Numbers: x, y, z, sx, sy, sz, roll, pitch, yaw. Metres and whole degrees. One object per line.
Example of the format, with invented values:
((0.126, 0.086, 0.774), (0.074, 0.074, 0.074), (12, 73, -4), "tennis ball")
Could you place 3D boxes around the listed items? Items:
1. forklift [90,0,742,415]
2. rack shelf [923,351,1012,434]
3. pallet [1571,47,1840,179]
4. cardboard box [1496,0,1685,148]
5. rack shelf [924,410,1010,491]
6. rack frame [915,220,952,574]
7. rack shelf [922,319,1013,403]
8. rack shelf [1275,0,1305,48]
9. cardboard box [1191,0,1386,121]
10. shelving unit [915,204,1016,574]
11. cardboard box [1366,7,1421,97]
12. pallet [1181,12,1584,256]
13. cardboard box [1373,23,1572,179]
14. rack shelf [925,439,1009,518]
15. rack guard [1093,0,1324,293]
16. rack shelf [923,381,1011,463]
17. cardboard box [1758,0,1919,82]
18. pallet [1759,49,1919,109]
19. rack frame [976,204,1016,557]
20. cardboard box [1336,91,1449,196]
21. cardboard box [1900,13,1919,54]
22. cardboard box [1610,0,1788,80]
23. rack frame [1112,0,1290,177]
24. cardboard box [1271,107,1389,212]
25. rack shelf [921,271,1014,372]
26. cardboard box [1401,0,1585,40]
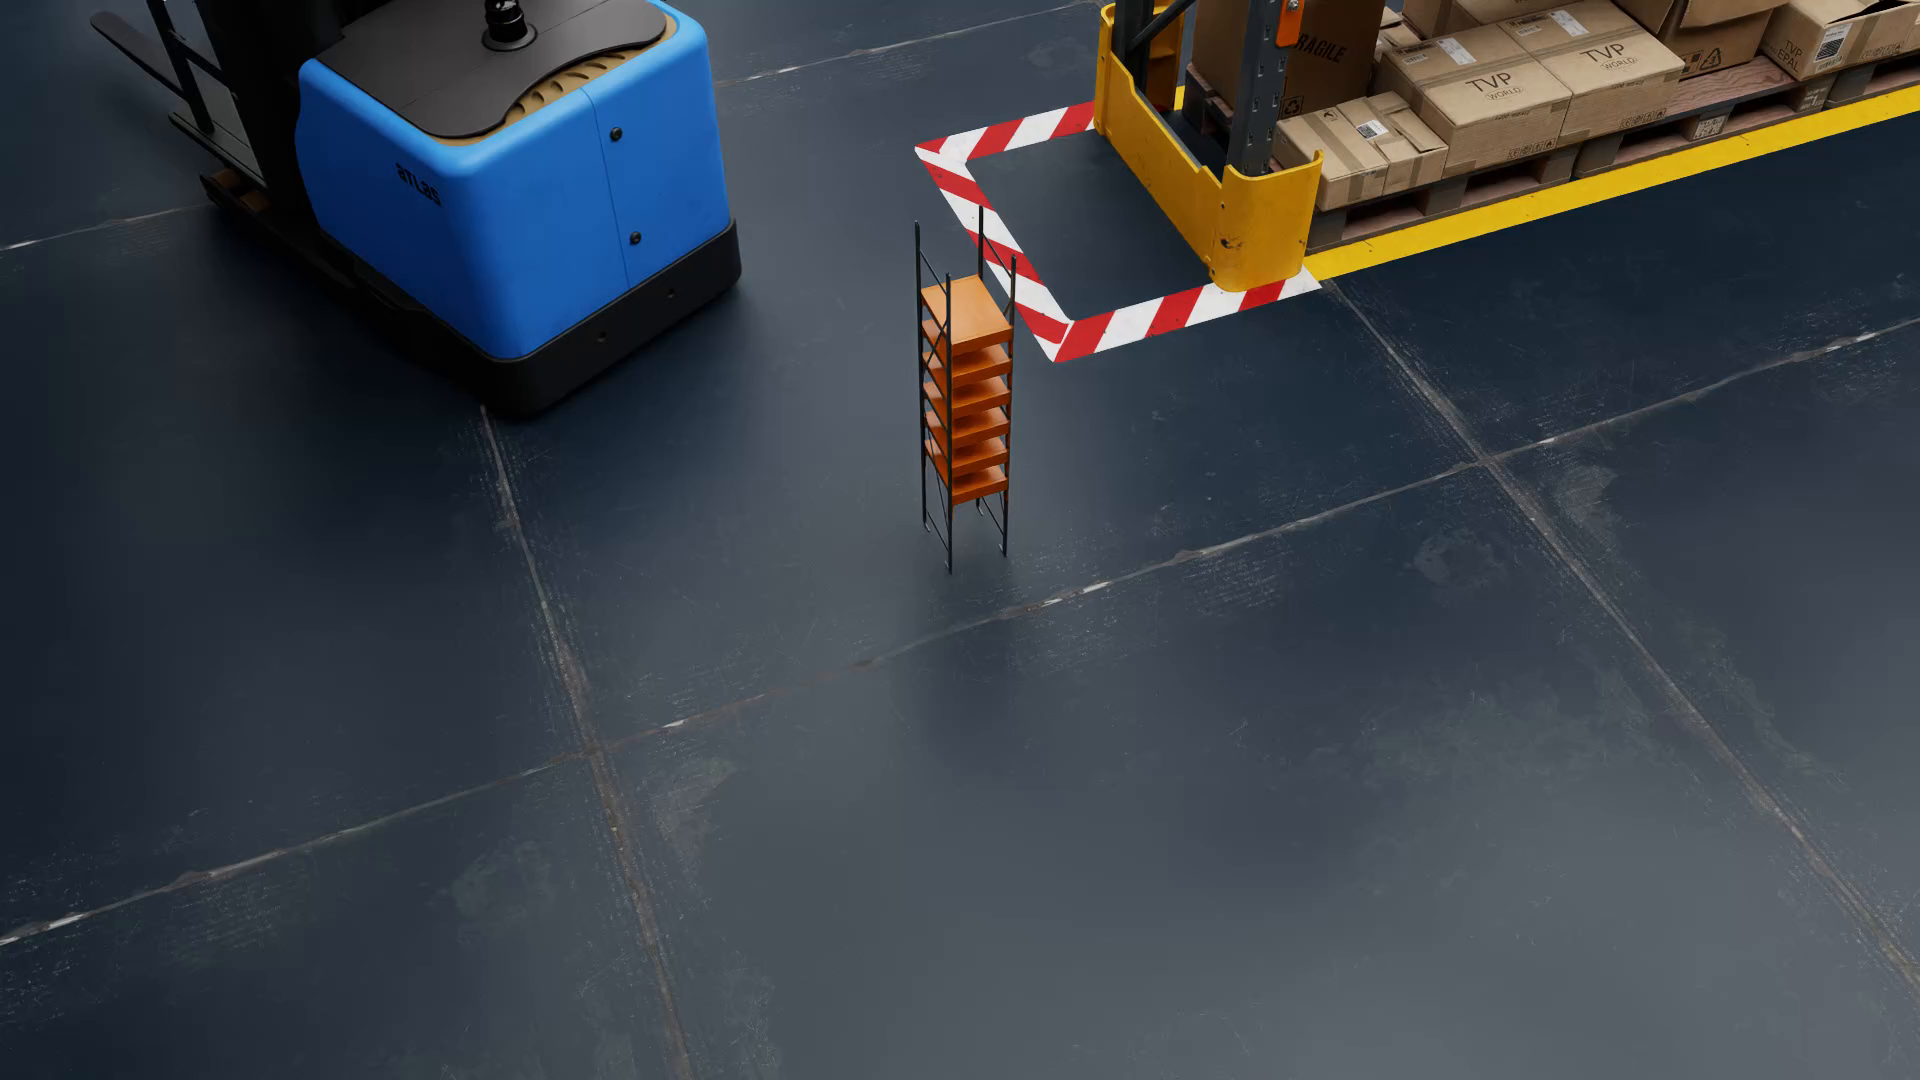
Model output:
((-2.213, -2.356, 5.342), (3.031, 2.935, 1.130), (35, 58, 26), "forklift")
((0.013, -0.444, 4.741), (0.180, 0.103, 0.258), (-17, 52, -14), "rack shelf")
((2.761, -1.985, 6.816), (1.213, 0.211, 1.003), (-17, 52, -14), "pallet")
((2.361, -1.787, 6.329), (0.500, 0.250, 0.500), (-17, 52, -14), "cardboard box")
((0.013, -0.288, 4.923), (0.180, 0.103, 0.258), (-17, 52, -14), "rack shelf")
((-0.071, -0.369, 4.776), (0.006, 1.200, 0.240), (-17, 52, -14), "rack frame")
((0.013, -0.522, 4.650), (0.180, 0.103, 0.258), (-17, 52, -14), "rack shelf")
((2.676, -2.635, 6.010), (4.000, 0.370, 1.077), (-17, 52, -14), "rack shelf")
((1.235, -1.953, 6.308), (0.500, 0.500, 0.500), (-17, 52, -14), "cardboard box")
((0.013, -0.395, 4.798), (0.189, 1.200, 0.258), (-17, 52, -14), "shelving unit")
((1.644, -1.898, 6.480), (0.250, 0.166, 0.380), (-17, 52, -14), "cardboard box")
((1.633, -1.638, 6.518), (1.213, 0.211, 1.003), (-17, 52, -14), "pallet")
((1.898, -1.643, 6.206), (0.500, 0.250, 0.500), (-17, 52, -14), "cardboard box")
((0.013, -0.210, 5.014), (0.180, 0.103, 0.258), (-17, 52, -14), "rack shelf")
((0.895, -1.503, 6.211), (0.348, 0.500, 1.175), (-17, 52, -14), "rack guard")
((0.013, -0.366, 4.832), (0.180, 0.103, 0.258), (-17, 52, -14), "rack shelf")
((3.413, -2.132, 6.586), (0.500, 0.311, 0.500), (-17, 52, -14), "cardboard box")
((3.892, -2.338, 7.119), (1.213, 0.211, 1.003), (-17, 52, -14), "pallet")
((0.098, -0.421, 4.821), (0.006, 1.200, 0.240), (-17, 52, -14), "rack frame")
((1.574, -1.466, 6.109), (0.250, 0.166, 0.380), (-17, 52, -14), "cardboard box")
((3.783, -2.145, 6.704), (0.250, 0.149, 0.380), (-17, 52, -14), "cardboard box")
((2.791, -2.230, 6.544), (0.637, 0.503, 0.797), (-17, 52, -14), "cardboard box")
((0.825, -2.295, 5.244), (0.127, 3.000, 1.000), (-17, 52, -14), "rack frame")
((1.342, -1.389, 6.055), (0.250, 0.149, 0.380), (-17, 52, -14), "cardboard box")
((0.013, -0.601, 4.559), (0.180, 0.103, 0.258), (-17, 52, -14), "rack shelf")
((2.126, -2.123, 6.619), (0.500, 0.250, 0.500), (-17, 52, -14), "cardboard box")
